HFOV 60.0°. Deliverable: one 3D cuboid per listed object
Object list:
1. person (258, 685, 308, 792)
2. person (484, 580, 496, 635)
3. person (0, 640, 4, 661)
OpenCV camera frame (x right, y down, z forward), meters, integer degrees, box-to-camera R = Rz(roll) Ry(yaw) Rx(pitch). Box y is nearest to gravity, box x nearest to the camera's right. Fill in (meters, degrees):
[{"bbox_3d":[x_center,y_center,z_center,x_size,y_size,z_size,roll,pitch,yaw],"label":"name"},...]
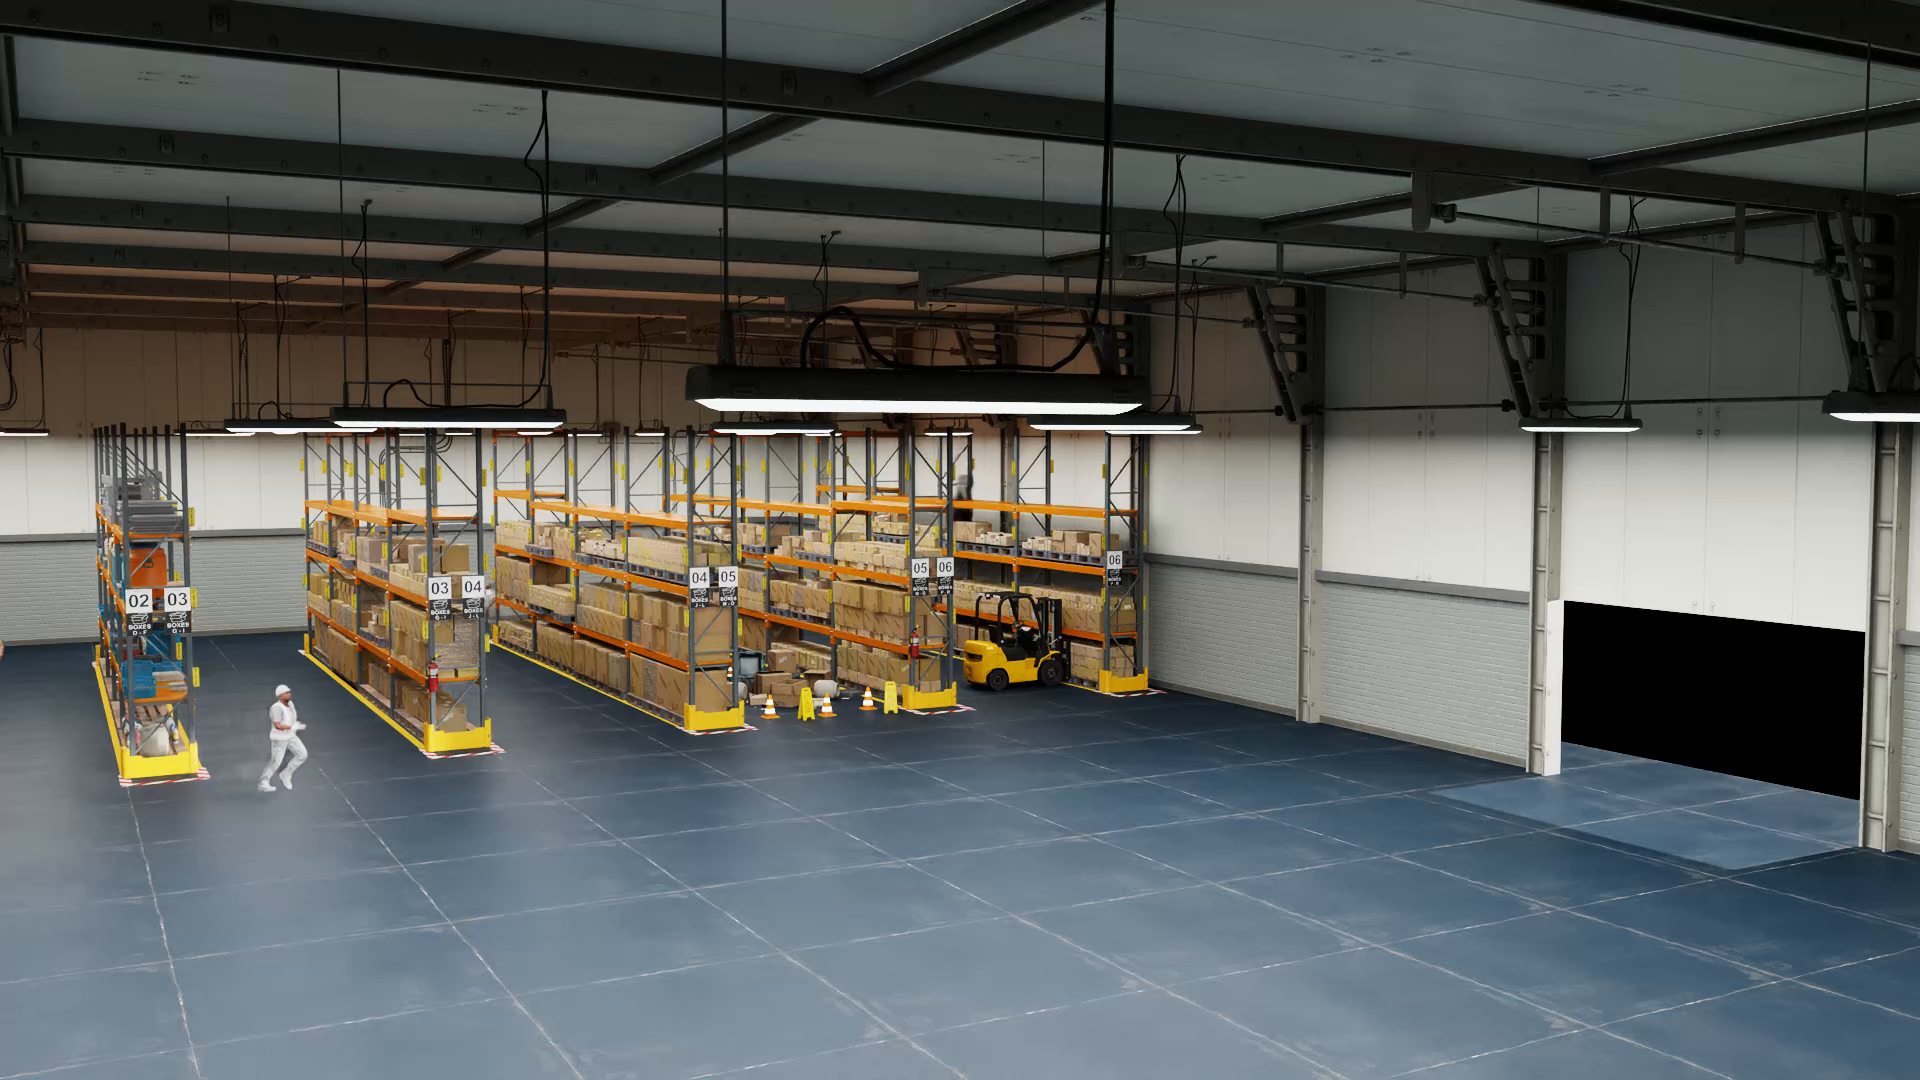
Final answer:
[{"bbox_3d":[-10.917,3.193,26.907,0.845,1.731,0.701,1,3,9],"label":"person"},{"bbox_3d":[-13.742,1.974,47.944,0.901,1.633,0.629,-1,4,-11],"label":"person"},{"bbox_3d":[-21.420,2.683,36.675,0.604,1.630,0.558,-2,4,-31],"label":"person"}]
